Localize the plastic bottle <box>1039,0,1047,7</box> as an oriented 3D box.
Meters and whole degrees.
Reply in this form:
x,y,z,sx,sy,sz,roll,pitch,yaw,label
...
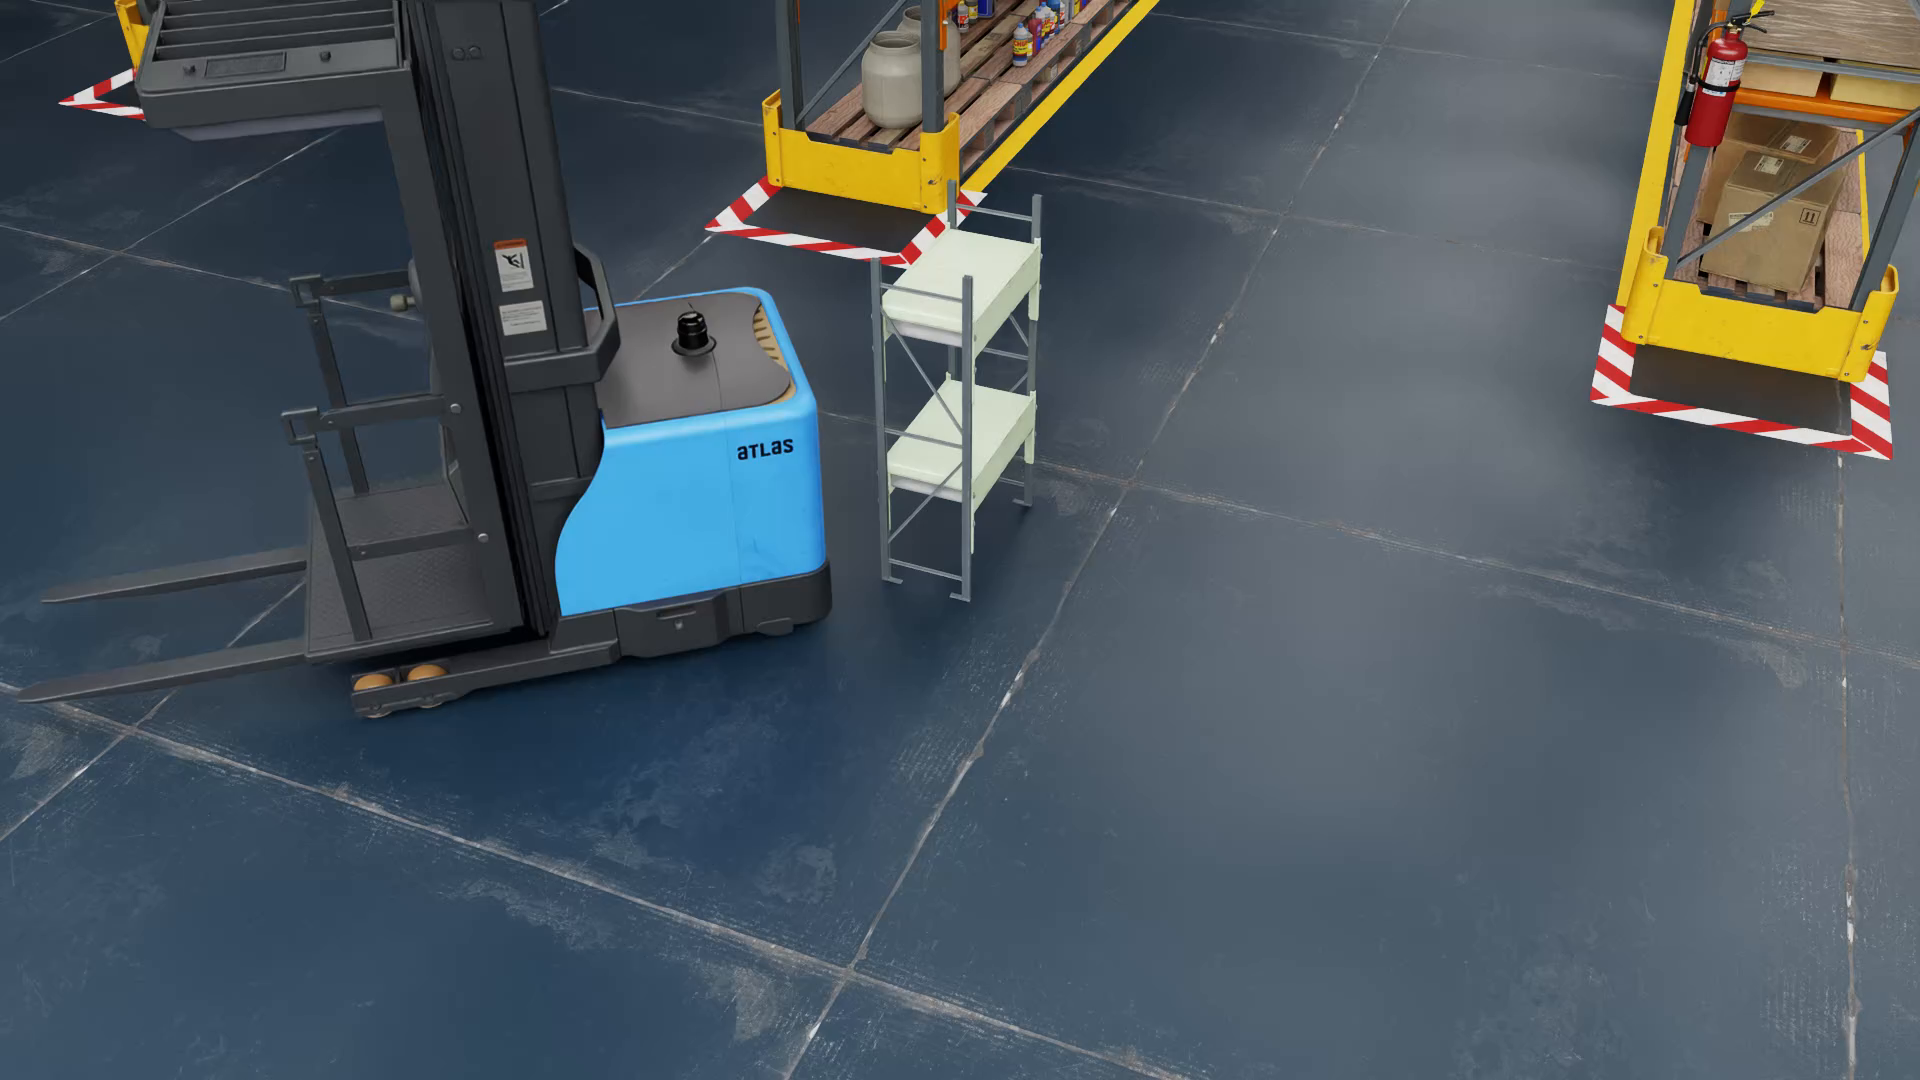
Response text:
x,y,z,sx,sy,sz,roll,pitch,yaw,label
0.607,-3.819,11.756,0.061,0.283,0.133,14,39,18,plastic bottle

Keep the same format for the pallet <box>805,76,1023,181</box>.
x,y,z,sx,sy,sz,roll,pitch,yaw,label
-0.277,-2.673,10.650,1.003,0.211,1.213,14,39,18,pallet

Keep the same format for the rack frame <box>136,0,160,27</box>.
x,y,z,sx,sy,sz,roll,pitch,yaw,label
-5.156,-4.419,10.657,1.000,3.000,0.127,14,39,18,rack frame

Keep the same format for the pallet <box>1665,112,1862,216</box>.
x,y,z,sx,sy,sz,roll,pitch,yaw,label
4.841,-2.201,10.018,1.003,0.211,1.213,14,39,18,pallet

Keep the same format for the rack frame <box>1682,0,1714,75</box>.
x,y,z,sx,sy,sz,roll,pitch,yaw,label
5.526,-4.375,10.598,1.000,3.000,0.127,14,39,18,rack frame

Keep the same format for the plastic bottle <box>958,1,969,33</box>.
x,y,z,sx,sy,sz,roll,pitch,yaw,label
0.014,-3.653,11.602,0.097,0.201,0.097,0,37,0,plastic bottle

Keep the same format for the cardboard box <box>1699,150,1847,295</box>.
x,y,z,sx,sy,sz,roll,pitch,yaw,label
4.257,-1.670,8.715,0.500,0.500,0.500,21,42,26,cardboard box

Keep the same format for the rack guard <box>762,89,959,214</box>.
x,y,z,sx,sy,sz,roll,pitch,yaw,label
-0.591,-2.341,9.964,1.175,0.500,0.348,14,39,18,rack guard

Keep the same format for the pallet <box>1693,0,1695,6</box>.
x,y,z,sx,sy,sz,roll,pitch,yaw,label
6.284,-4.368,12.917,1.003,0.211,1.213,14,39,18,pallet

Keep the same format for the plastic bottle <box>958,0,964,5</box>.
x,y,z,sx,sy,sz,roll,pitch,yaw,label
-0.050,-3.824,11.705,0.144,0.351,0.185,15,39,20,plastic bottle

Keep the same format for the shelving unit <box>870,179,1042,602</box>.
x,y,z,sx,sy,sz,roll,pitch,yaw,label
-0.003,-0.597,6.796,0.431,1.500,0.755,14,39,18,shelving unit

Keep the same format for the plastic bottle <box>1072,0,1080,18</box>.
x,y,z,sx,sy,sz,roll,pitch,yaw,label
0.771,-3.912,11.823,0.144,0.351,0.185,14,39,17,plastic bottle

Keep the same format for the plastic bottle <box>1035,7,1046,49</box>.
x,y,z,sx,sy,sz,roll,pitch,yaw,label
0.532,-3.495,11.332,0.097,0.271,0.097,0,37,0,plastic bottle

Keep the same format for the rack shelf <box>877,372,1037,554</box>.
x,y,z,sx,sy,sz,roll,pitch,yaw,label
-0.003,-0.336,6.991,0.431,0.370,0.720,14,39,18,rack shelf

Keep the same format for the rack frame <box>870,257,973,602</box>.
x,y,z,sx,sy,sz,roll,pitch,yaw,label
-0.142,-0.394,6.525,0.400,1.500,0.023,14,39,18,rack frame

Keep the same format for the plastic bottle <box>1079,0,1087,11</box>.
x,y,z,sx,sy,sz,roll,pitch,yaw,label
0.871,-3.964,11.949,0.061,0.283,0.133,16,40,21,plastic bottle

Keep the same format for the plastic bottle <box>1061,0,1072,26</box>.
x,y,z,sx,sy,sz,roll,pitch,yaw,label
0.706,-3.792,11.726,0.152,0.276,0.135,15,39,19,plastic bottle

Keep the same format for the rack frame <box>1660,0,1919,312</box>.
x,y,z,sx,sy,sz,roll,pitch,yaw,label
4.004,-2.161,7.635,1.000,3.000,0.127,14,39,18,rack frame

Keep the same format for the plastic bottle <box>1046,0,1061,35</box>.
x,y,z,sx,sy,sz,roll,pitch,yaw,label
0.647,-3.663,11.556,0.097,0.271,0.097,0,37,0,plastic bottle

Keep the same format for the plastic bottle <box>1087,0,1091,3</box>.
x,y,z,sx,sy,sz,roll,pitch,yaw,label
0.894,-4.090,12.062,0.144,0.351,0.185,12,38,15,plastic bottle

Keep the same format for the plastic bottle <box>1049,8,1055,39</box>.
x,y,z,sx,sy,sz,roll,pitch,yaw,label
0.608,-3.577,11.500,0.097,0.201,0.097,0,37,0,plastic bottle

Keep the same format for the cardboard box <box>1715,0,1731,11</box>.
x,y,z,sx,sy,sz,roll,pitch,yaw,label
4.318,-2.922,8.322,0.875,0.500,0.500,14,39,18,cardboard box

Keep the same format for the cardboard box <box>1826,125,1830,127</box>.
x,y,z,sx,sy,sz,roll,pitch,yaw,label
4.962,-2.649,10.026,0.500,0.500,0.500,11,38,14,cardboard box

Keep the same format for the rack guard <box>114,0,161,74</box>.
x,y,z,sx,sy,sz,roll,pitch,yaw,label
-5.165,-3.405,11.388,1.175,0.500,0.348,14,39,18,rack guard

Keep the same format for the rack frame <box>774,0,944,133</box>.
x,y,z,sx,sy,sz,roll,pitch,yaw,label
-0.576,-3.289,9.145,1.000,3.000,0.127,14,39,18,rack frame

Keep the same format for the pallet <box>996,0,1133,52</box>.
x,y,z,sx,sy,sz,roll,pitch,yaw,label
0.652,-4.024,12.458,1.003,0.211,1.213,14,39,18,pallet

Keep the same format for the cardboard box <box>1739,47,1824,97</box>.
x,y,z,sx,sy,sz,roll,pitch,yaw,label
3.922,-2.265,7.985,0.380,0.149,0.250,14,39,18,cardboard box

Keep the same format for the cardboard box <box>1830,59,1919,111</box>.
x,y,z,sx,sy,sz,roll,pitch,yaw,label
4.333,-2.164,7.849,0.380,0.149,0.250,14,39,18,cardboard box

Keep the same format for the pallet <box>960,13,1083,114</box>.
x,y,z,sx,sy,sz,roll,pitch,yaw,label
0.189,-3.347,11.551,1.003,0.211,1.213,14,39,18,pallet

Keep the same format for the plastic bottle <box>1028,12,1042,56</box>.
x,y,z,sx,sy,sz,roll,pitch,yaw,label
0.505,-3.431,11.236,0.061,0.283,0.133,14,39,18,plastic bottle

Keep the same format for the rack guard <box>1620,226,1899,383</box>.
x,y,z,sx,sy,sz,roll,pitch,yaw,label
4.033,-1.202,8.440,1.175,0.500,0.348,14,39,18,rack guard

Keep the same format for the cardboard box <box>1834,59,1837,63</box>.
x,y,z,sx,sy,sz,roll,pitch,yaw,label
4.446,-2.298,8.028,0.380,0.149,0.250,14,39,18,cardboard box

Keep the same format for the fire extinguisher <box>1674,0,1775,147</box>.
x,y,z,sx,sy,sz,roll,pitch,yaw,label
3.534,-2.171,7.714,0.296,0.674,0.183,14,39,18,fire extinguisher

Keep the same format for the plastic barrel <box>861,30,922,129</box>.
x,y,z,sx,sy,sz,roll,pitch,yaw,label
-0.397,-2.842,10.275,0.421,0.512,0.421,0,37,0,plastic barrel

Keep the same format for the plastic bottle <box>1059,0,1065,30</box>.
x,y,z,sx,sy,sz,roll,pitch,yaw,label
0.686,-3.691,11.652,0.097,0.201,0.097,0,37,0,plastic bottle

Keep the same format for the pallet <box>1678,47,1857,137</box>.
x,y,z,sx,sy,sz,roll,pitch,yaw,label
5.303,-2.879,10.925,1.003,0.211,1.213,14,39,18,pallet

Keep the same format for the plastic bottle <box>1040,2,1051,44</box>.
x,y,z,sx,sy,sz,roll,pitch,yaw,label
0.570,-3.550,11.406,0.097,0.271,0.097,0,37,0,plastic bottle

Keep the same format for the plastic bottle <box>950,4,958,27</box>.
x,y,z,sx,sy,sz,roll,pitch,yaw,label
-0.063,-3.603,11.467,0.061,0.283,0.133,14,39,18,plastic bottle

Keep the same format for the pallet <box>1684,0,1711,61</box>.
x,y,z,sx,sy,sz,roll,pitch,yaw,label
5.821,-3.690,12.010,1.003,0.211,1.213,14,39,18,pallet

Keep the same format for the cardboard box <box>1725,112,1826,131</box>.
x,y,z,sx,sy,sz,roll,pitch,yaw,label
4.709,-2.351,9.627,0.500,0.500,0.500,18,40,22,cardboard box

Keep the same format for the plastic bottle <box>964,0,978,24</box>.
x,y,z,sx,sy,sz,roll,pitch,yaw,label
0.079,-3.760,11.745,0.097,0.201,0.097,0,37,0,plastic bottle

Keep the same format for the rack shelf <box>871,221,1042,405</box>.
x,y,z,sx,sy,sz,roll,pitch,yaw,label
-0.003,-0.910,6.562,0.431,0.370,0.720,14,39,18,rack shelf

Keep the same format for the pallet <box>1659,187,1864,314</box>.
x,y,z,sx,sy,sz,roll,pitch,yaw,label
4.375,-1.528,9.117,1.003,0.211,1.213,14,39,18,pallet

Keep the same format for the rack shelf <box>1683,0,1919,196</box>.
x,y,z,sx,sy,sz,roll,pitch,yaw,label
4.765,-2.980,9.332,1.077,0.370,4.000,14,39,18,rack shelf

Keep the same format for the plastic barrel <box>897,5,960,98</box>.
x,y,z,sx,sy,sz,roll,pitch,yaw,label
-0.206,-3.120,10.646,0.421,0.512,0.421,0,37,0,plastic barrel

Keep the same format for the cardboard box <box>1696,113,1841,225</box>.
x,y,z,sx,sy,sz,roll,pitch,yaw,label
4.453,-2.008,9.169,0.500,0.500,0.500,25,43,29,cardboard box

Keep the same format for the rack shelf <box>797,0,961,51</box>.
x,y,z,sx,sy,sz,roll,pitch,yaw,label
0.185,-4.108,10.842,1.077,0.370,4.000,14,39,18,rack shelf

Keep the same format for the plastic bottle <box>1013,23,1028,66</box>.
x,y,z,sx,sy,sz,roll,pitch,yaw,label
0.402,-3.305,11.078,0.097,0.271,0.097,0,37,0,plastic bottle

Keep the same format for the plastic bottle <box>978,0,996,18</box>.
x,y,z,sx,sy,sz,roll,pitch,yaw,label
0.168,-3.877,11.839,0.152,0.276,0.135,14,39,18,plastic bottle

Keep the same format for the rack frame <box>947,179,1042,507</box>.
x,y,z,sx,sy,sz,roll,pitch,yaw,label
0.137,-0.800,7.067,0.400,1.500,0.023,14,39,18,rack frame

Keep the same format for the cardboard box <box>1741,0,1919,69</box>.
x,y,z,sx,sy,sz,roll,pitch,yaw,label
4.239,-2.618,7.915,0.875,0.500,0.500,14,39,18,cardboard box

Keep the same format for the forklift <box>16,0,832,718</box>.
x,y,z,sx,sy,sz,roll,pitch,yaw,label
-2.096,-0.851,5.940,3.031,2.935,1.130,-10,38,-13,forklift

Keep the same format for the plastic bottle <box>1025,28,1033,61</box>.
x,y,z,sx,sy,sz,roll,pitch,yaw,label
0.441,-3.334,11.176,0.097,0.201,0.097,0,37,0,plastic bottle
